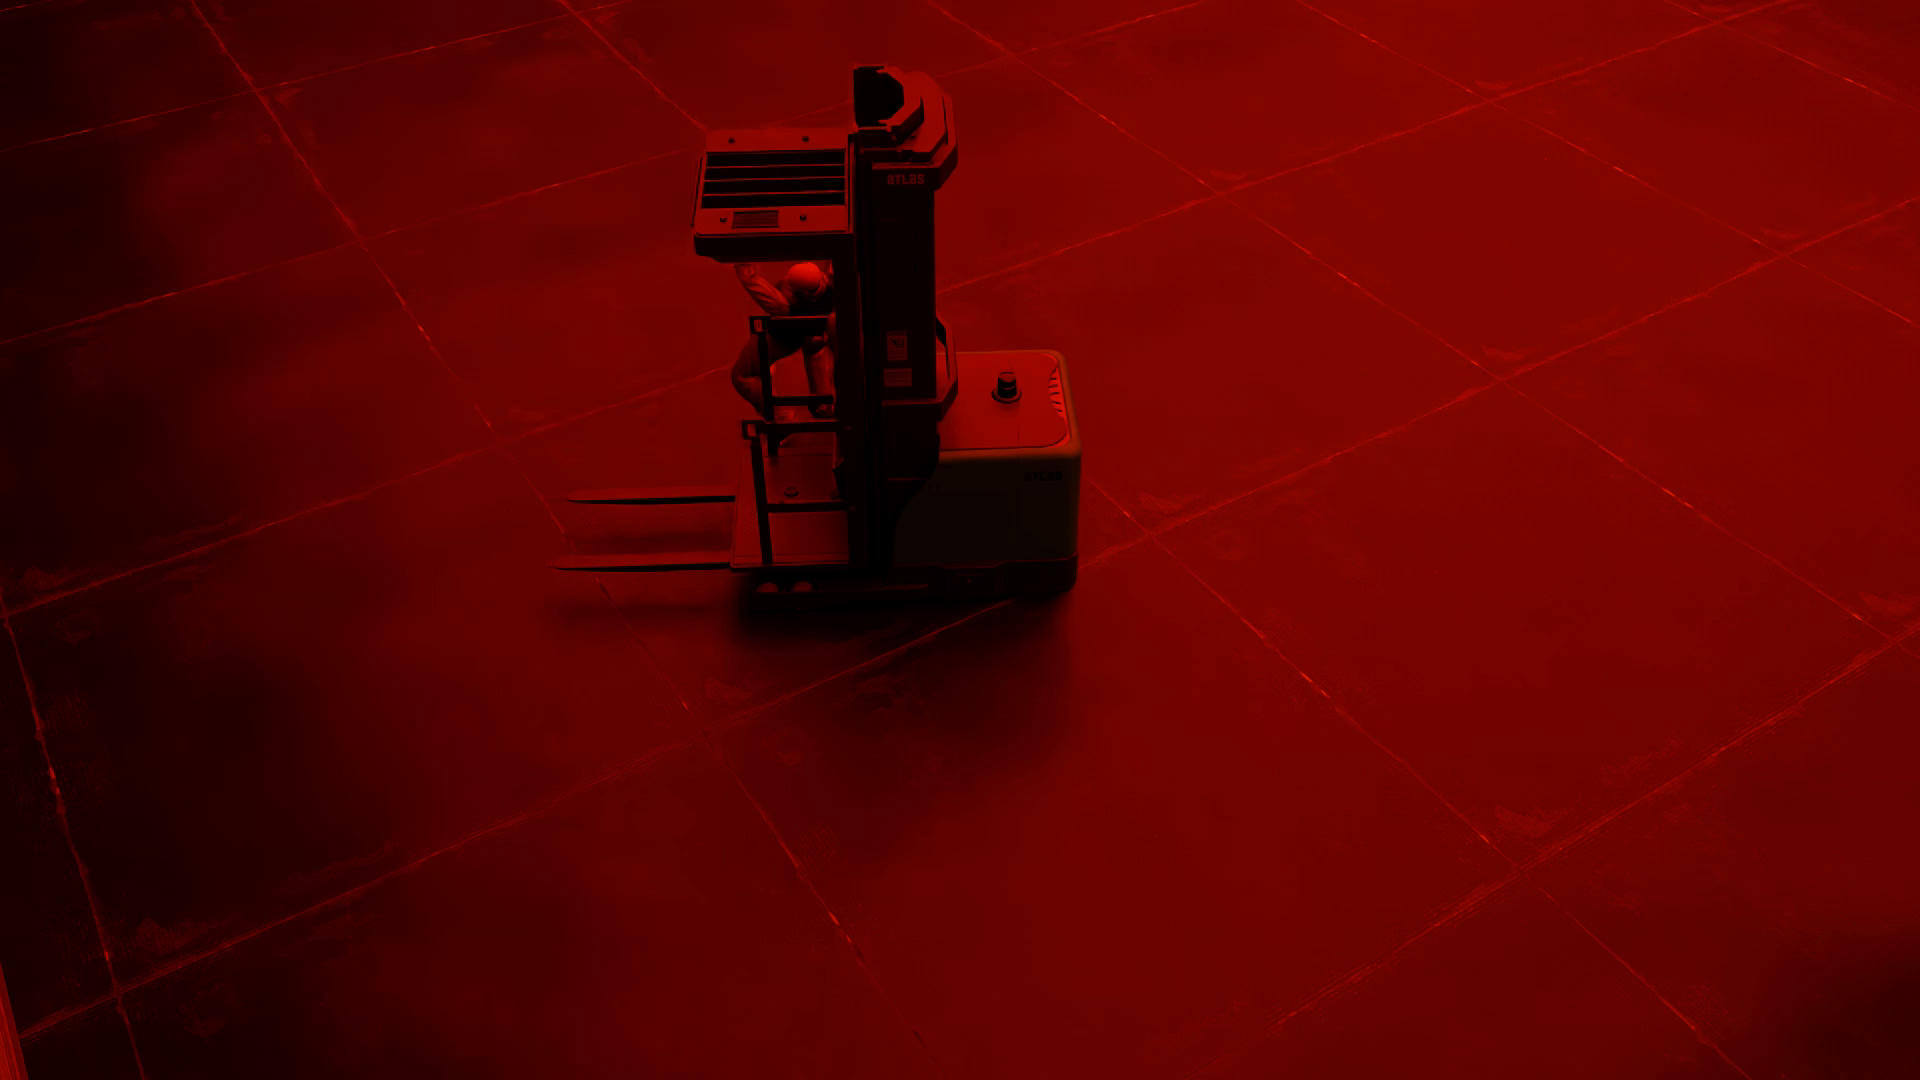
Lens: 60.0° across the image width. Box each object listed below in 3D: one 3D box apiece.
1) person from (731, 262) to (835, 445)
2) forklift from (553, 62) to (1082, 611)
[{"bbox_3d":[-0.916,-1.405,10.461,1.000,1.590,0.672,-32,51,-32],"label":"person"},{"bbox_3d":[-0.852,-1.052,9.075,3.031,2.935,1.130,-2,41,-2],"label":"forklift"}]
